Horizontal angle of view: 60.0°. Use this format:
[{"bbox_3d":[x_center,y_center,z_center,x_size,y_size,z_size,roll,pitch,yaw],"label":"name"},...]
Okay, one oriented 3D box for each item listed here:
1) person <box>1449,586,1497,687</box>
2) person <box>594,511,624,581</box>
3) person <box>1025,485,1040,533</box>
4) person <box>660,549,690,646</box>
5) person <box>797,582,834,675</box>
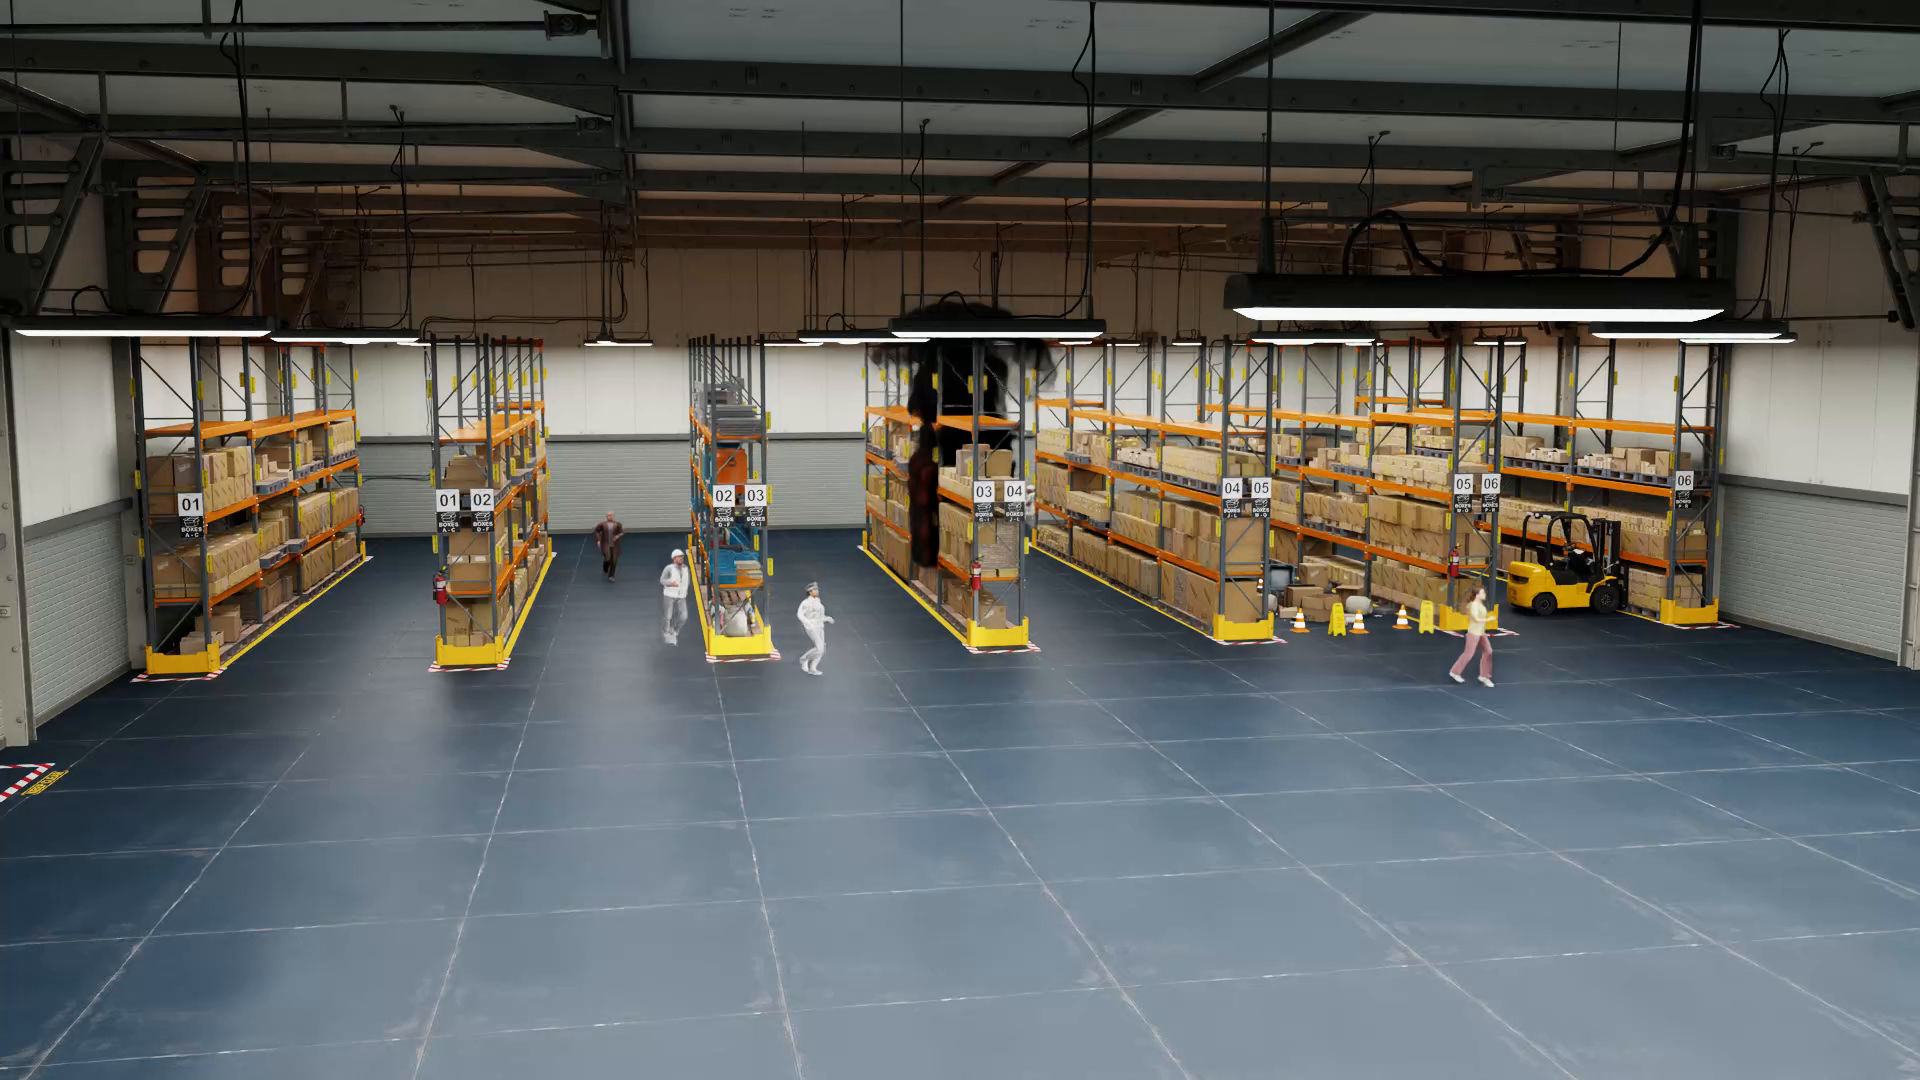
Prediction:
[{"bbox_3d":[8.763,1.644,28.369,0.780,1.737,0.564,4,8,33],"label":"person"},{"bbox_3d":[-8.613,0.164,40.963,0.692,1.742,0.656,-2,7,-20],"label":"person"},{"bbox_3d":[2.010,-0.838,49.894,1.142,1.656,0.743,0,7,2],"label":"person"},{"bbox_3d":[-5.217,1.071,30.783,0.670,1.797,0.638,-4,8,-33],"label":"person"},{"bbox_3d":[-2.535,1.555,29.242,0.561,1.651,0.611,3,7,27],"label":"person"}]
